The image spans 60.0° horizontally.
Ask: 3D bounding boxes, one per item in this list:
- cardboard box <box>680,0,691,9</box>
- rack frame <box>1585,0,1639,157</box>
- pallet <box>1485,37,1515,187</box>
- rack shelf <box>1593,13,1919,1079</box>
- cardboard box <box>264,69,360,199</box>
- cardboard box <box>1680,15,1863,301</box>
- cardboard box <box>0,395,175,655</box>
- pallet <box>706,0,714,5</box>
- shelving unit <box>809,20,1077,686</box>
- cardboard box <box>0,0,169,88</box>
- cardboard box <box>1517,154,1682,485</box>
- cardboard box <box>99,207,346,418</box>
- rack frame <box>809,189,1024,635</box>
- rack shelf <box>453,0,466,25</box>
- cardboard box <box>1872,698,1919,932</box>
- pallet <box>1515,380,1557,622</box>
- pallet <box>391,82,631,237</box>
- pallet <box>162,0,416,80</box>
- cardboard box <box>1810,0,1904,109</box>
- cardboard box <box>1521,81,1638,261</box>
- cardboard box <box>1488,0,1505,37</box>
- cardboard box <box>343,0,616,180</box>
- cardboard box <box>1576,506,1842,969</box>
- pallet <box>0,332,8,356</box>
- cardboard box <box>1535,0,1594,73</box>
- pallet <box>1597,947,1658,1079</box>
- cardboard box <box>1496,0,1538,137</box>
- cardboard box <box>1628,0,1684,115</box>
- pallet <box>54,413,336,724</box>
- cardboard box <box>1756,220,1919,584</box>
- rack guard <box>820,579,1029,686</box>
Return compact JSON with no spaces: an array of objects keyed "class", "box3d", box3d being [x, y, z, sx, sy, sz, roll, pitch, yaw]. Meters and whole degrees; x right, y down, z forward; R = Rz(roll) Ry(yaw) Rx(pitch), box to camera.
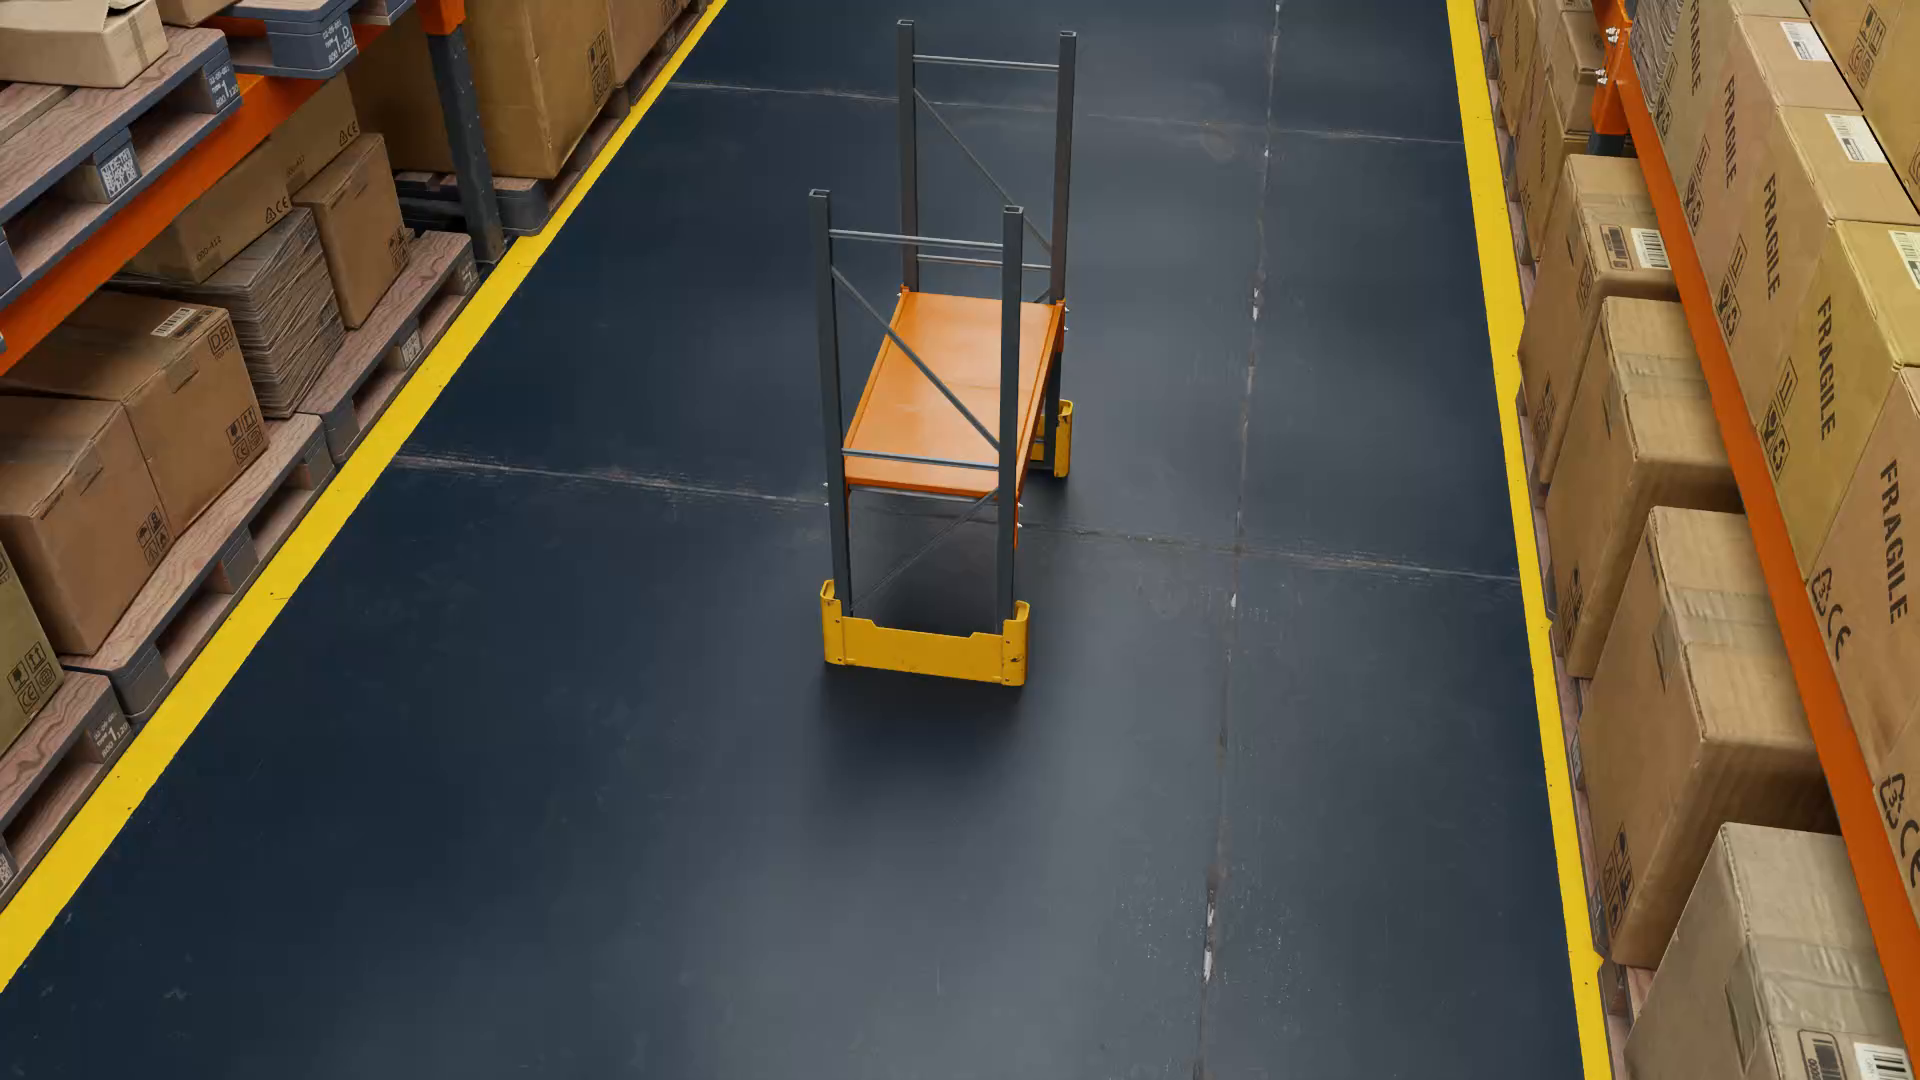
[{"class":"cardboard box","box3d":[-1.865,-3.215,8.122,1.225,0.875,0.875,5,40,6]},{"class":"rack frame","box3d":[2.555,-1.716,4.971,1.000,3.000,0.127,6,40,8]},{"class":"pallet","box3d":[2.905,-1.895,7.376,1.003,0.211,1.213,6,40,8]},{"class":"rack shelf","box3d":[2.209,-0.183,3.682,1.077,0.370,4.000,6,40,8]},{"class":"cardboard box","box3d":[-2.399,-1.398,5.614,0.500,0.250,0.500,8,40,9]},{"class":"cardboard box","box3d":[2.039,-0.866,3.865,0.500,0.500,0.500,6,40,8]},{"class":"cardboard box","box3d":[-2.680,-0.053,4.577,0.700,0.500,0.500,3,40,4]},{"class":"pallet","box3d":[-1.680,-3.269,9.038,1.003,0.211,1.213,6,40,8]},{"class":"shelving unit","box3d":[-0.013,-0.530,4.714,0.587,1.500,1.083,6,40,8]},{"class":"cardboard box","box3d":[-2.335,-1.360,4.317,0.396,0.266,0.258,5,40,6]},{"class":"cardboard box","box3d":[2.361,-0.638,5.104,1.050,0.750,0.750,6,40,7]},{"class":"cardboard box","box3d":[-2.492,-0.760,5.432,0.700,0.500,0.500,3,40,4]},{"class":"rack frame","box3d":[-0.103,-0.205,4.321,0.500,1.500,0.032,6,40,8]},{"class":"rack shelf","box3d":[-1.966,-3.304,7.457,1.077,0.370,4.000,6,40,8]},{"class":"cardboard box","box3d":[1.690,0.399,2.335,0.500,0.500,0.500,6,40,7]},{"class":"pallet","box3d":[2.344,-0.155,5.271,1.003,0.211,1.213,6,40,8]},{"class":"pallet","box3d":[-2.102,-1.738,7.186,1.003,0.211,1.213,6,40,8]},{"class":"pallet","box3d":[-2.331,-1.793,5.215,1.213,0.211,1.003,6,40,8]},{"class":"cardboard box","box3d":[2.295,-1.219,3.507,0.700,0.500,0.500,6,40,7]},{"class":"cardboard box","box3d":[2.412,-1.356,6.168,0.500,0.500,0.500,6,40,7]},{"class":"cardboard box","box3d":[2.768,-2.658,7.743,0.500,0.500,0.500,8,40,10]},{"class":"cardboard box","box3d":[-2.173,-2.100,6.774,1.225,0.875,0.875,5,40,6]},{"class":"cardboard box","box3d":[2.052,0.495,3.733,1.050,0.750,0.750,6,40,8]},{"class":"pallet","box3d":[-2.729,-0.205,3.295,1.003,0.211,1.213,6,40,8]},{"class":"cardboard box","box3d":[2.492,-1.980,6.334,0.500,0.250,0.500,7,40,8]},{"class":"pallet","box3d":[1.922,1.377,3.419,1.003,0.211,1.213,6,40,8]},{"class":"cardboard box","box3d":[2.581,-2.015,6.965,0.500,0.500,0.500,5,40,6]},{"class":"cardboard box","box3d":[2.212,-1.502,4.635,0.500,0.500,0.500,7,40,8]},{"class":"pallet","box3d":[-2.663,0.002,5.082,1.003,0.211,1.213,6,40,8]},{"class":"cardboard box","box3d":[1.865,-0.235,3.102,0.500,0.500,0.500,7,40,8]},{"class":"rack guard","box3d":[-0.099,0.264,4.734,0.587,0.250,0.087,6,40,8]}]
